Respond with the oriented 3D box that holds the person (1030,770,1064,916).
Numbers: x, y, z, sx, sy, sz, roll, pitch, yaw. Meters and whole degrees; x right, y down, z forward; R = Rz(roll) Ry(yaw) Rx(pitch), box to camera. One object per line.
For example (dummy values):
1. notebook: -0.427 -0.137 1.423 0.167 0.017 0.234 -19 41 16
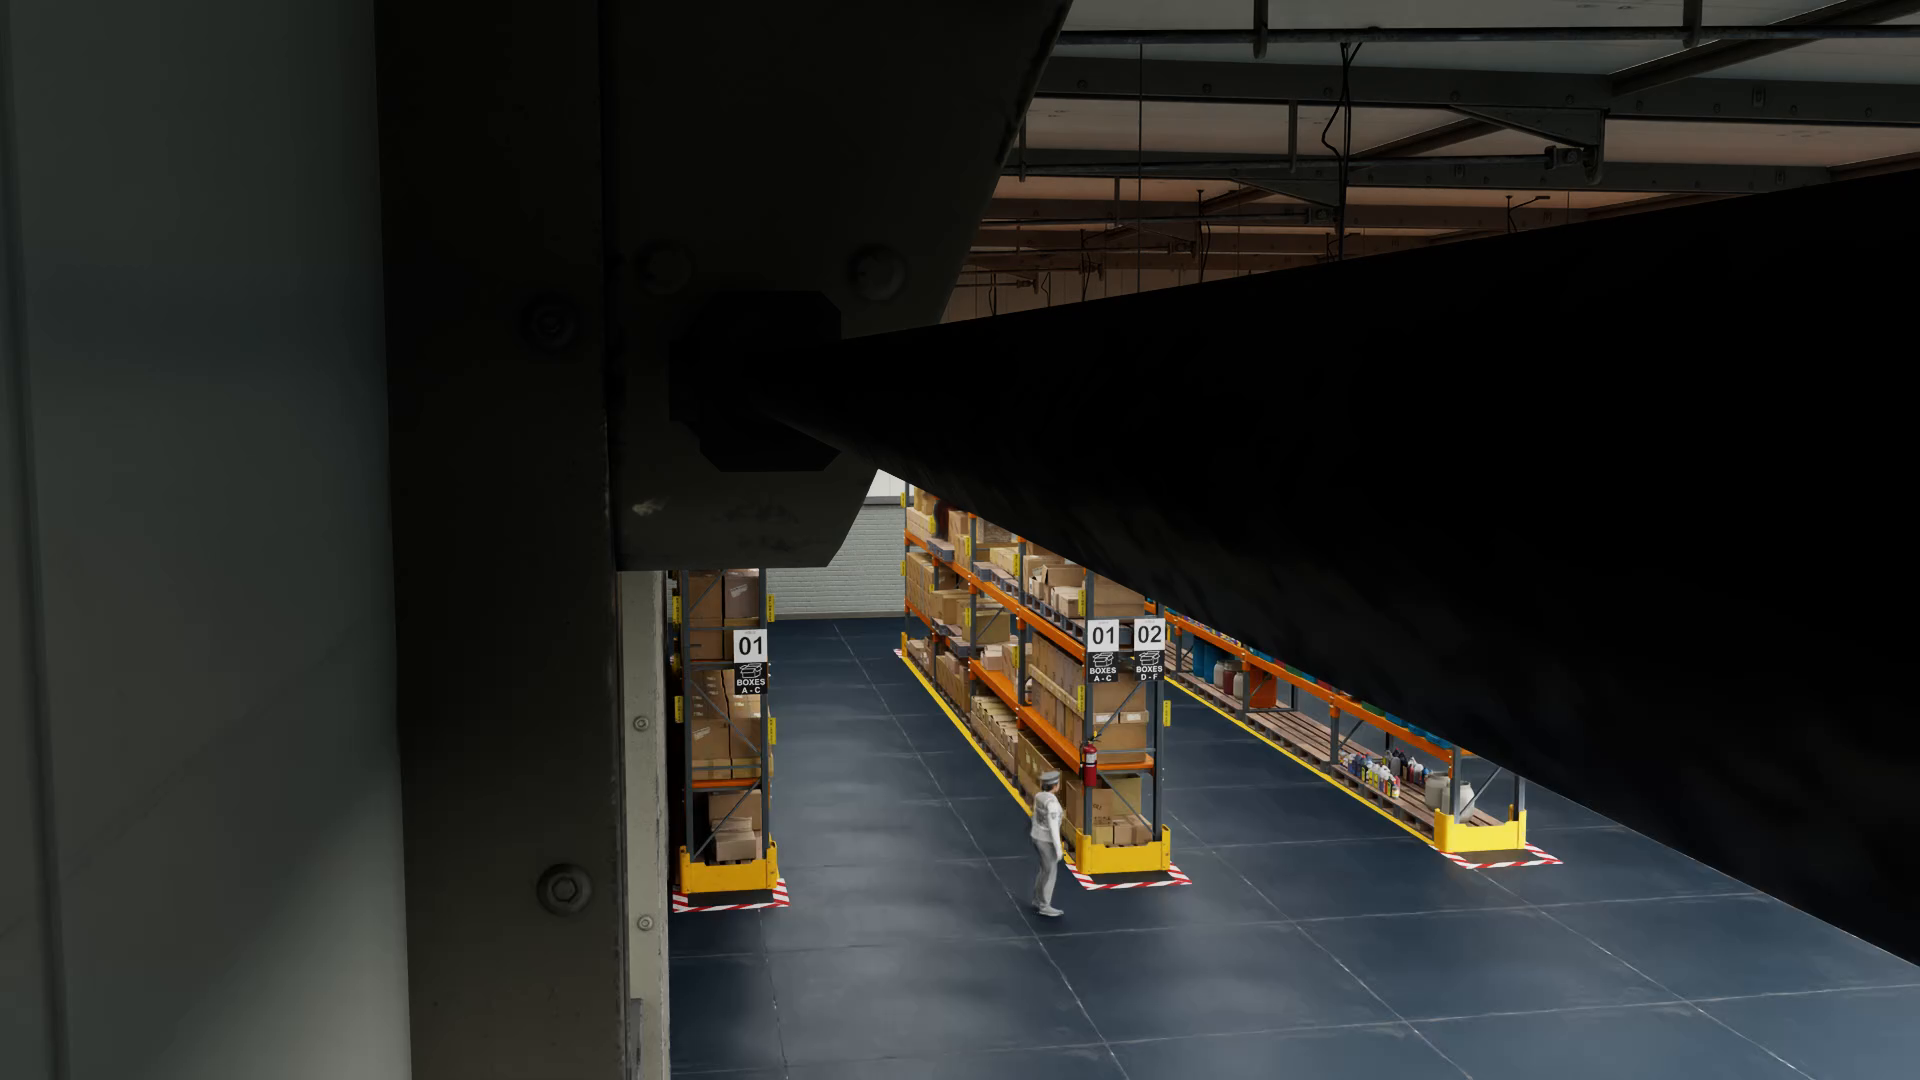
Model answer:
1. person: 1.008 3.542 19.293 0.345 1.733 0.572 -2 6 -18
